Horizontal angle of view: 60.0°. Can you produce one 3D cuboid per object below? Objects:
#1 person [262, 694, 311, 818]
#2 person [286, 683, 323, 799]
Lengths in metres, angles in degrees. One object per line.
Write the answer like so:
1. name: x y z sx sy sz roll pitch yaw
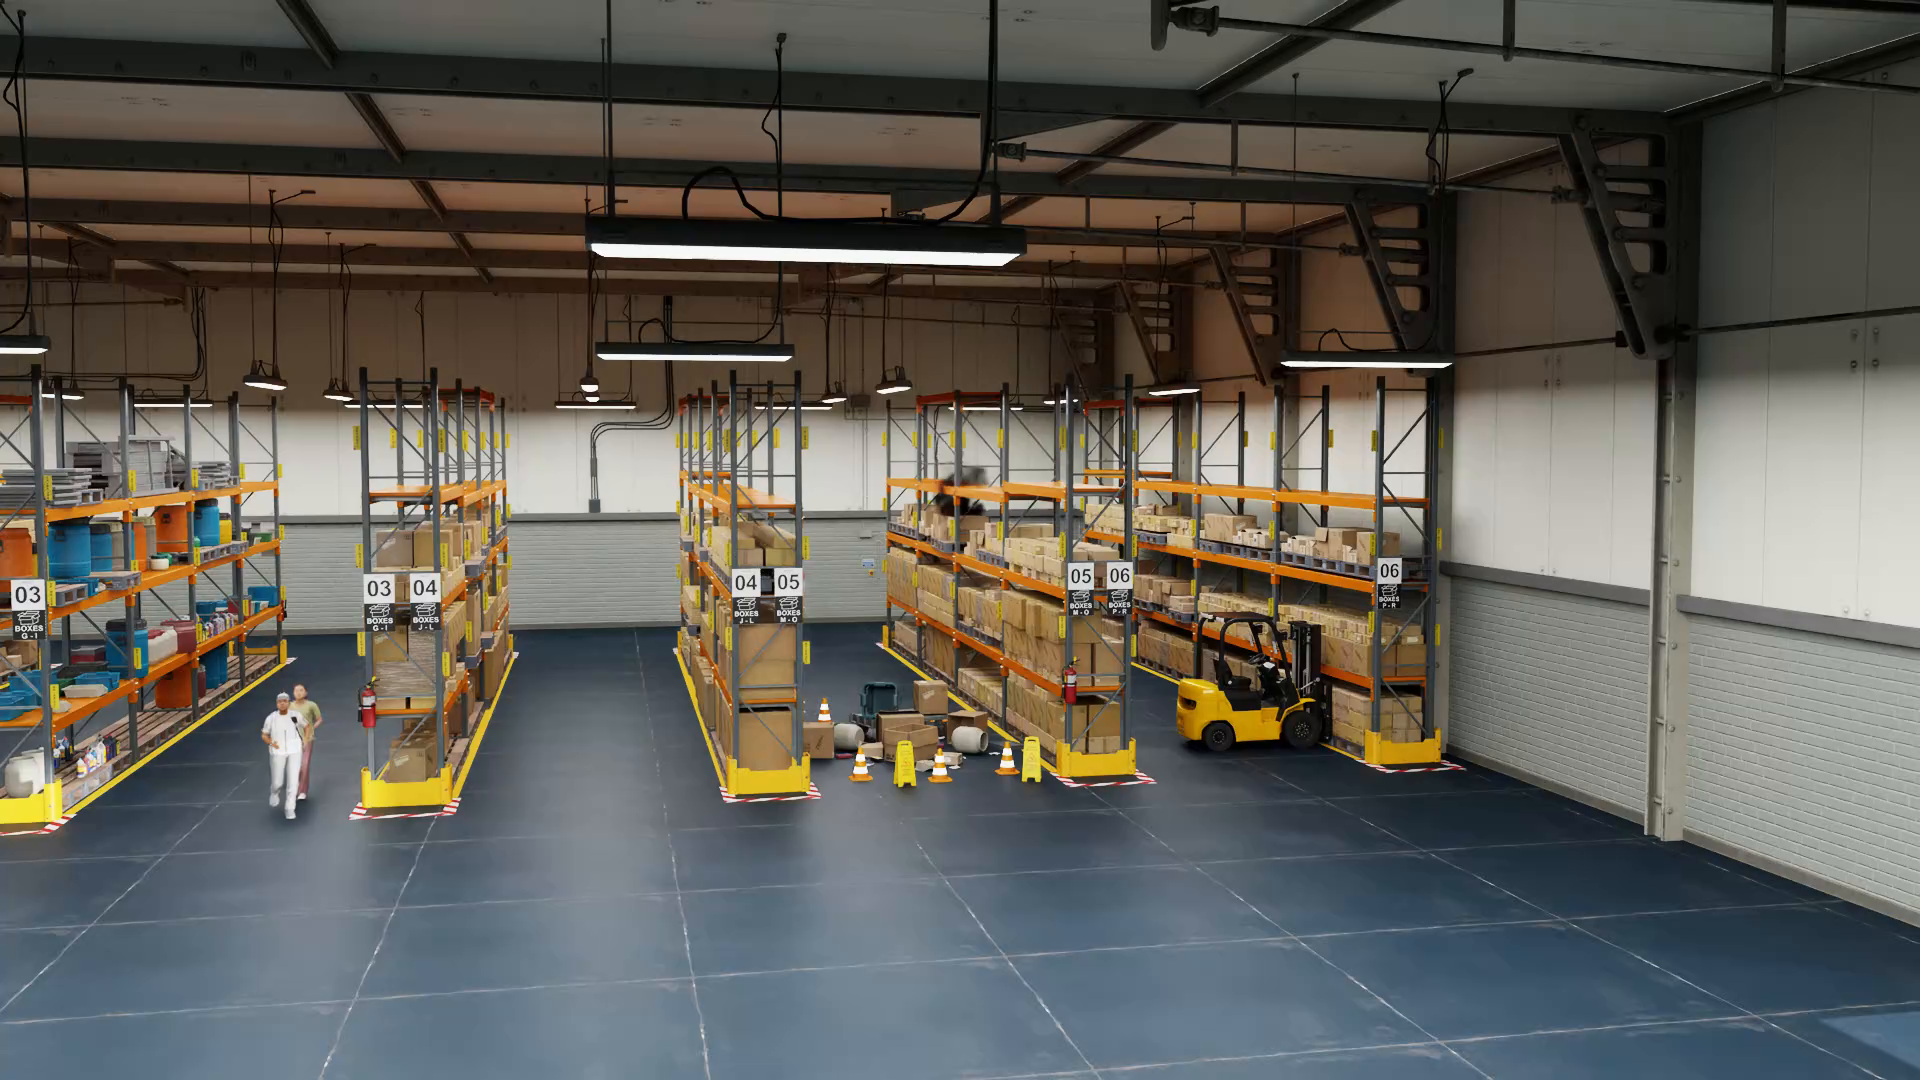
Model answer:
1. person: -9.015 2.871 22.280 0.619 1.612 0.806 -1 4 -22
2. person: -9.220 2.802 23.254 0.576 1.622 0.559 -1 3 -13
